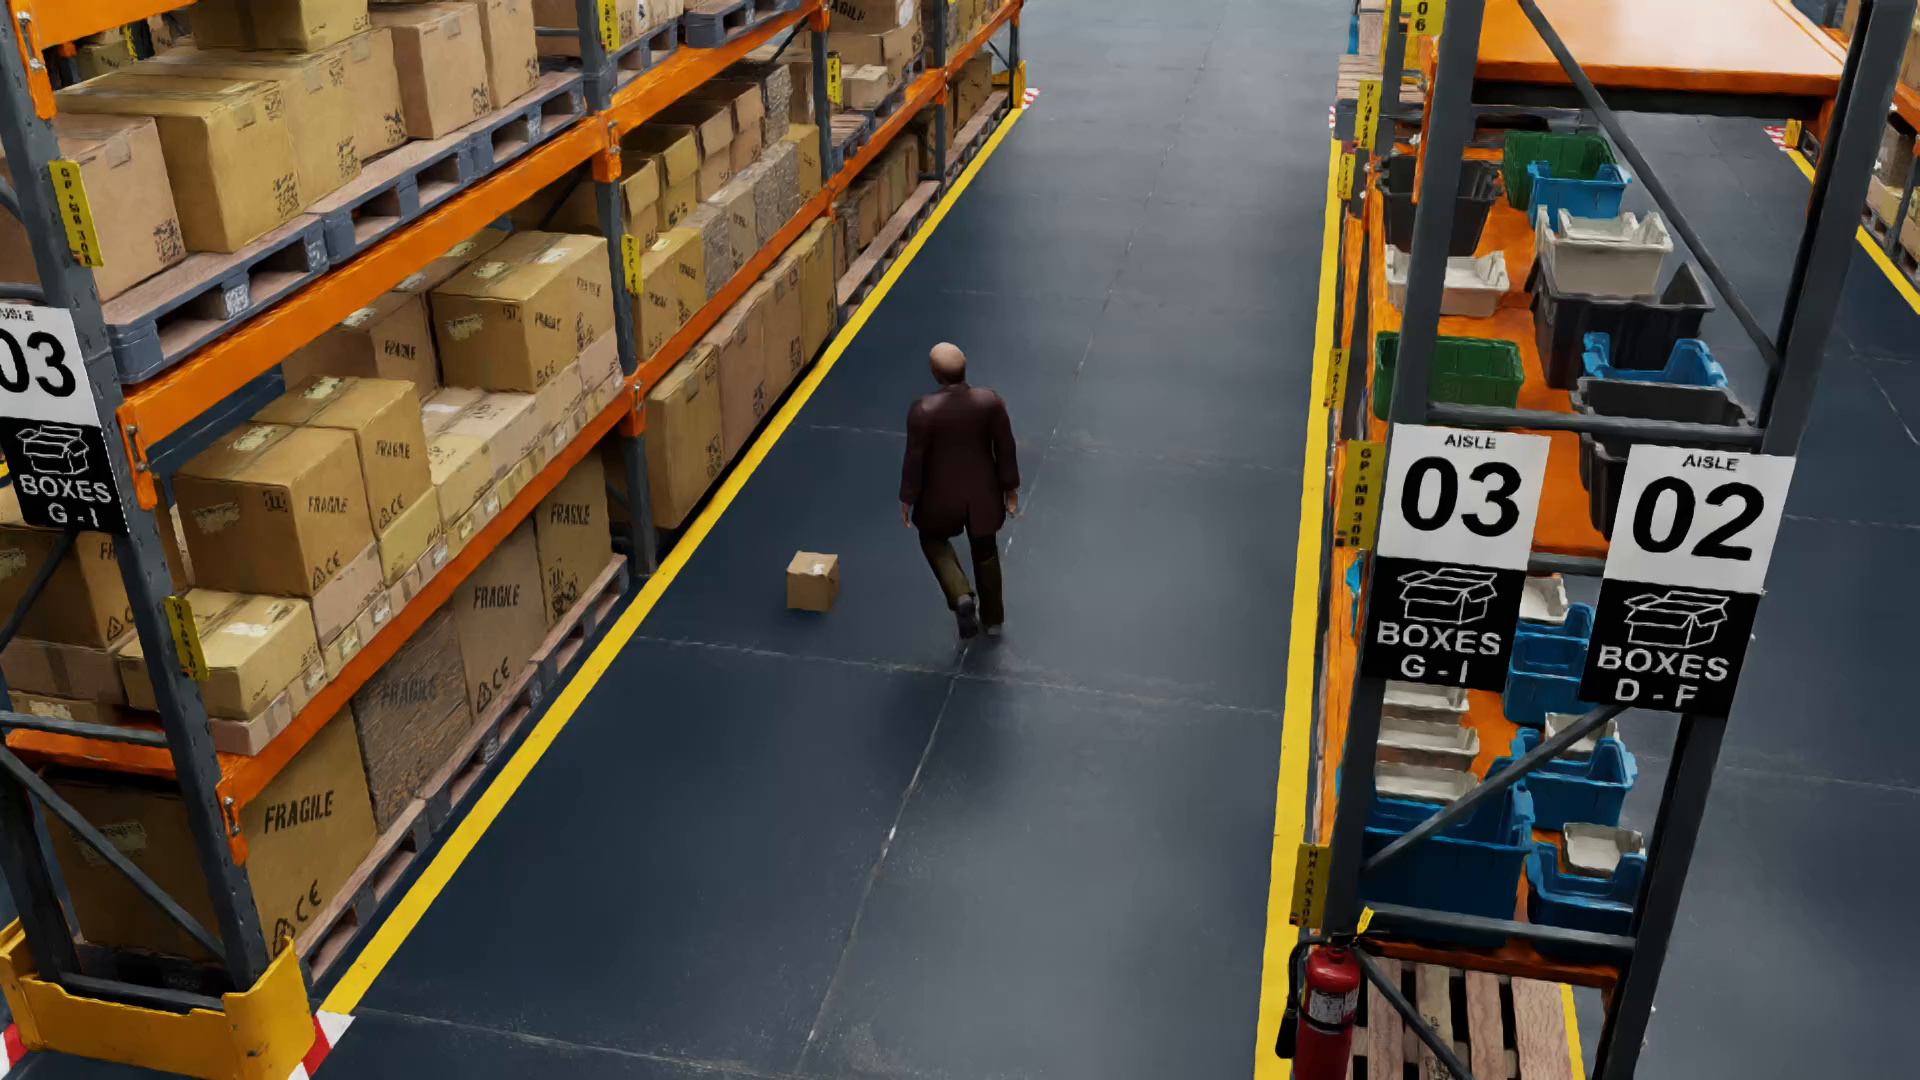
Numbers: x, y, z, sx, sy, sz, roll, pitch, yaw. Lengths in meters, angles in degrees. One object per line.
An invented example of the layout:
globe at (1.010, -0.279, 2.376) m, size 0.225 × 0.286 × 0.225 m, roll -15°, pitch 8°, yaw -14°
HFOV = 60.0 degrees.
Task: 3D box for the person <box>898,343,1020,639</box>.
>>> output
person at (-0.001, -0.242, 9.067) m, size 0.676 × 1.771 × 0.572 m, roll -6°, pitch 29°, yaw -11°
